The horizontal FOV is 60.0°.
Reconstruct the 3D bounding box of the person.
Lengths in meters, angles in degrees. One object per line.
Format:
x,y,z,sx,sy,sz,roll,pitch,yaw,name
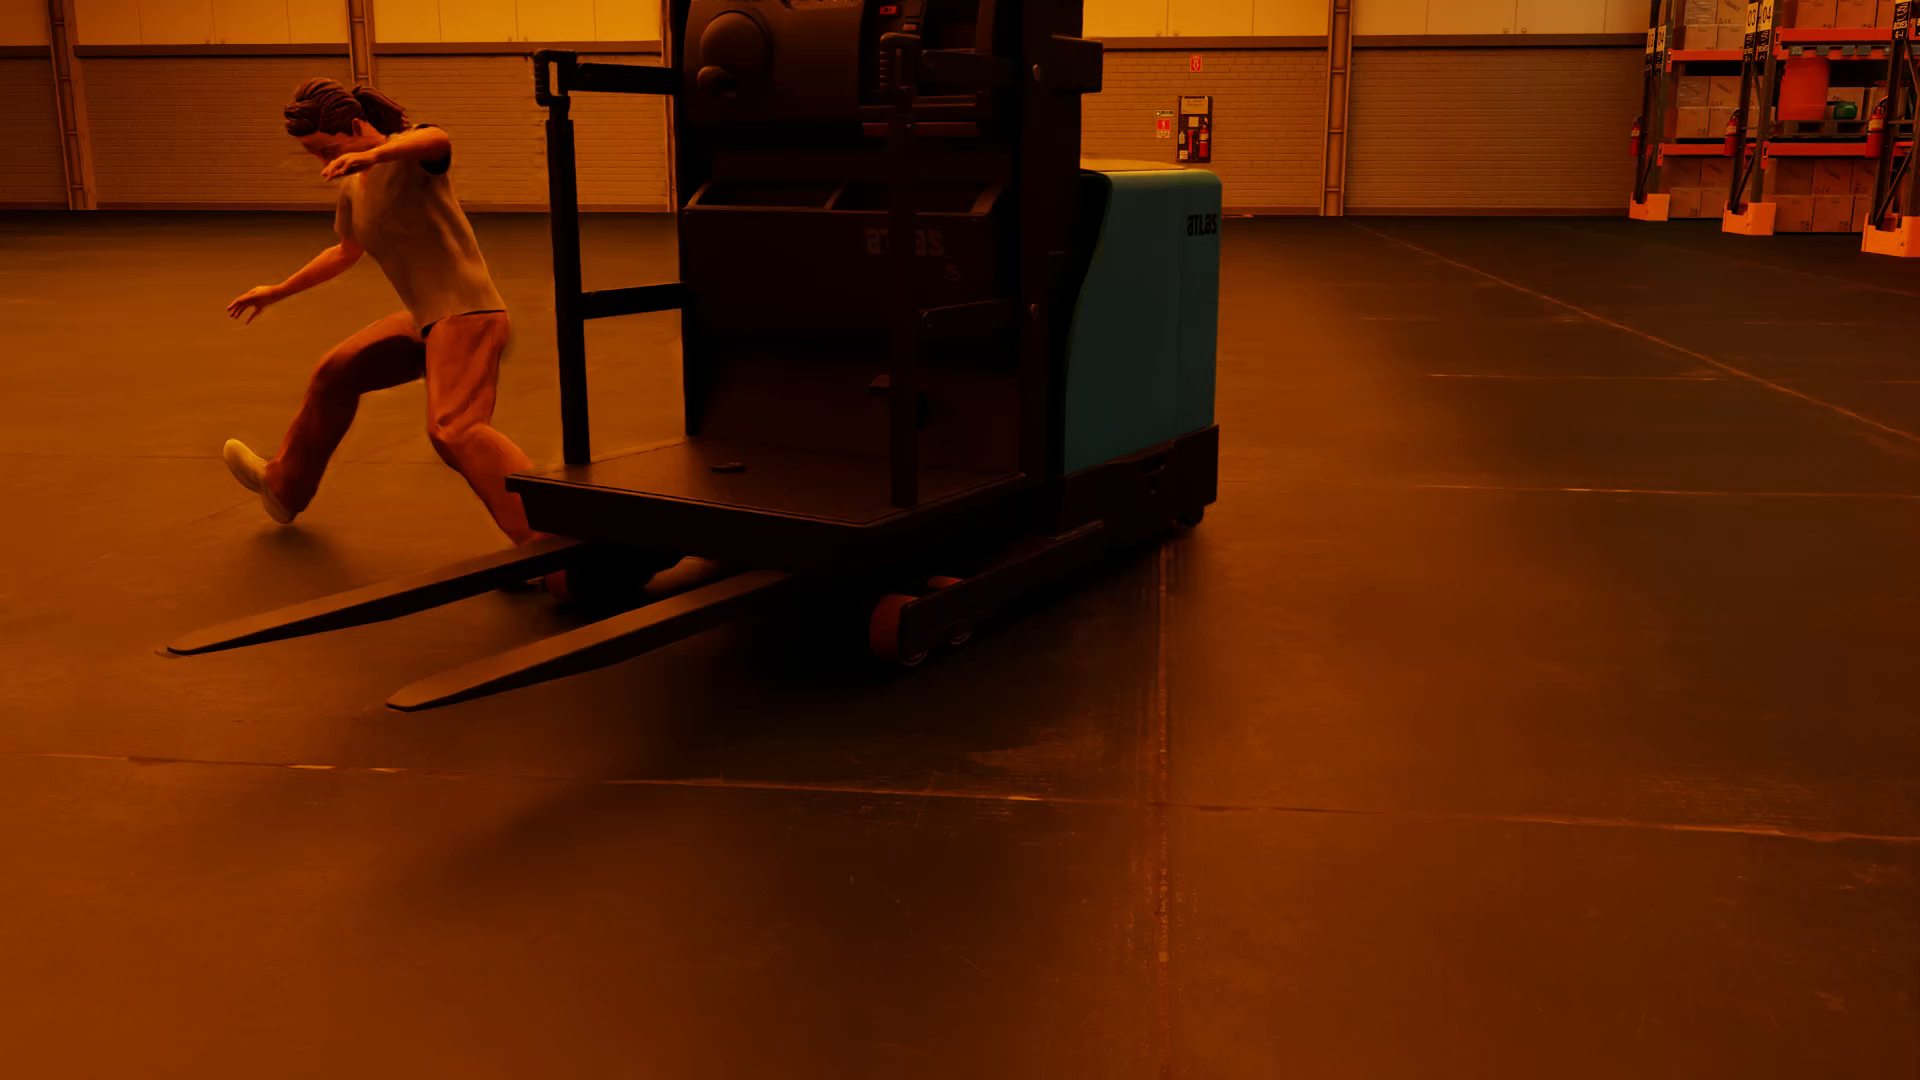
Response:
-1.622,-0.619,4.691,0.810,1.326,1.263,-7,15,-28,person

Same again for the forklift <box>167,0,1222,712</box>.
-0.405,-1.262,3.907,1.130,2.935,3.031,8,15,31,forklift
